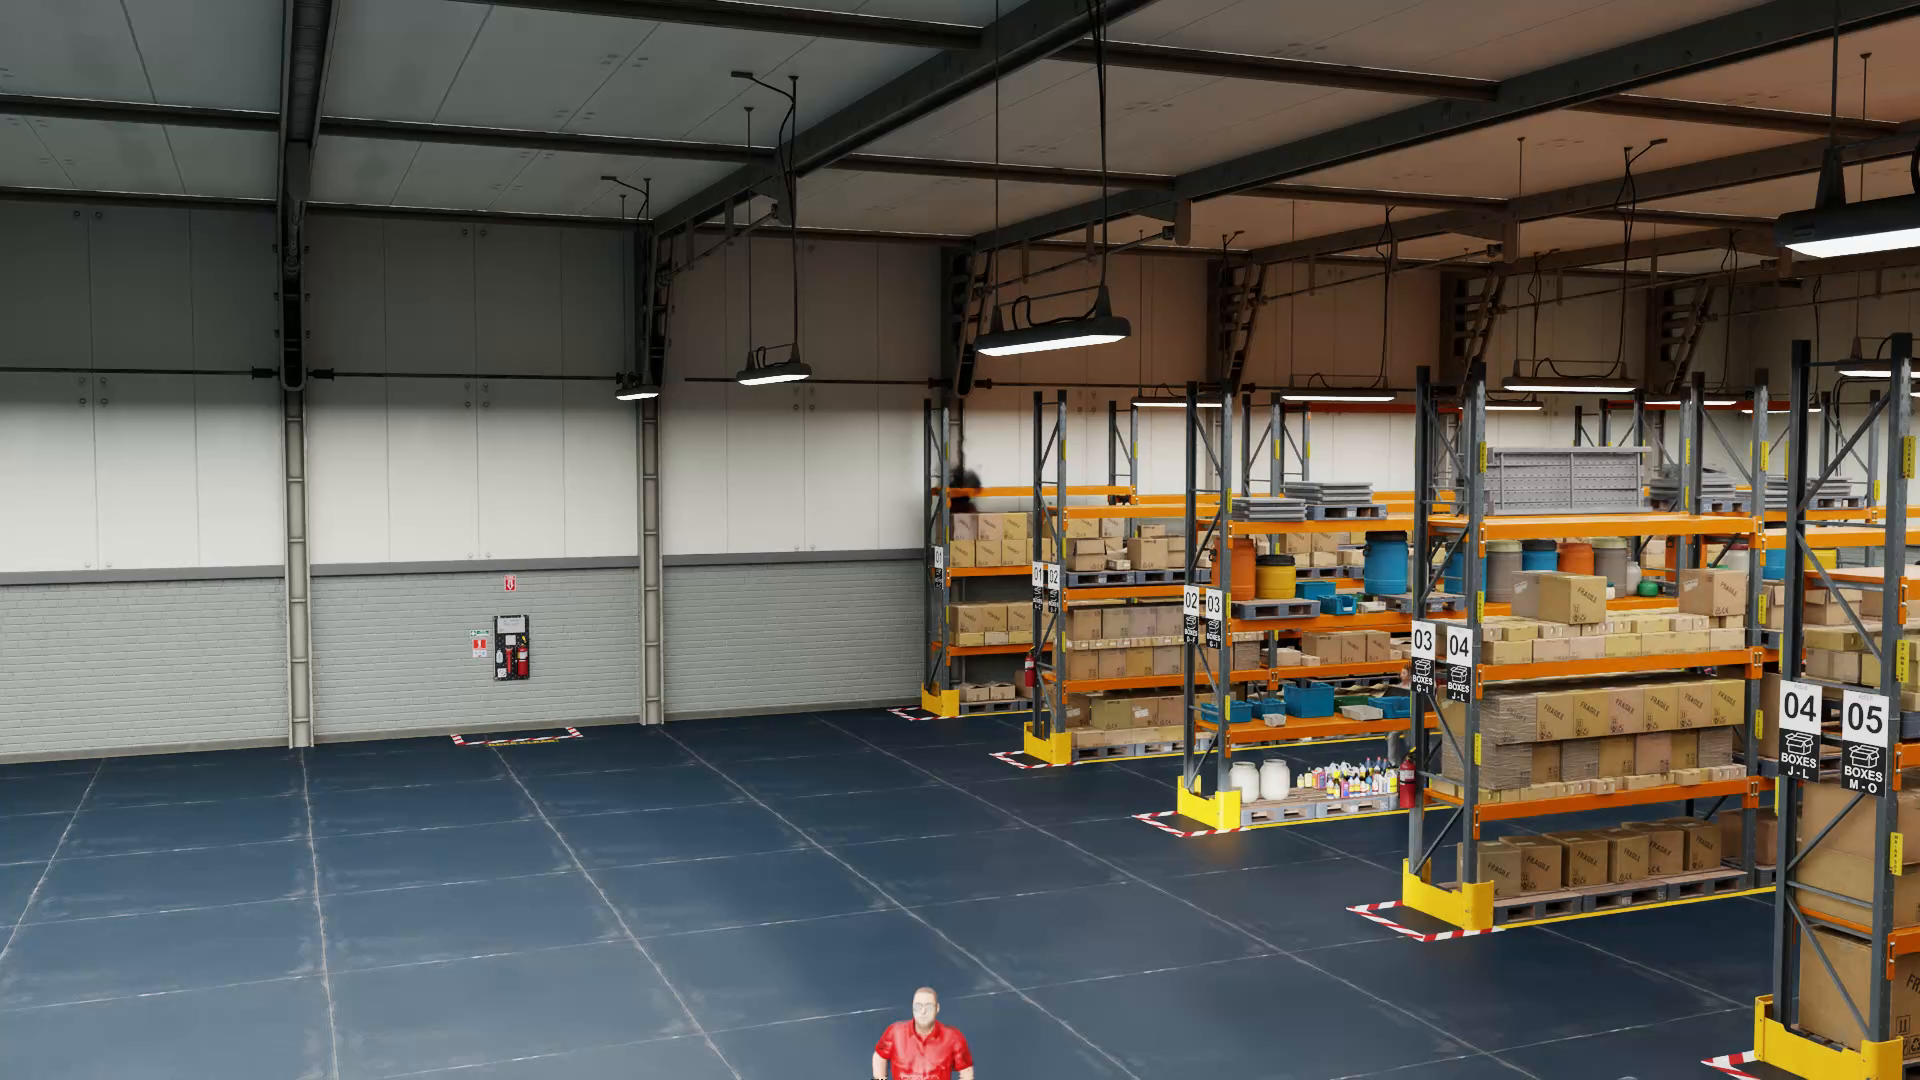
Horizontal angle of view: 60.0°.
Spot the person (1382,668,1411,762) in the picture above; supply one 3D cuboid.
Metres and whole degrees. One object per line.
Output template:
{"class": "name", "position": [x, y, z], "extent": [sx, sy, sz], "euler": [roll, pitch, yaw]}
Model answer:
{"class": "person", "position": [6.905, 2.813, 26.038], "extent": [0.784, 1.632, 0.574], "euler": [-2, 4, -26]}

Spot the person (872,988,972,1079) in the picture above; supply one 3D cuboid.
{"class": "person", "position": [-0.262, 3.709, 10.504], "extent": [0.662, 1.743, 0.563], "euler": [0, 3, 6]}
